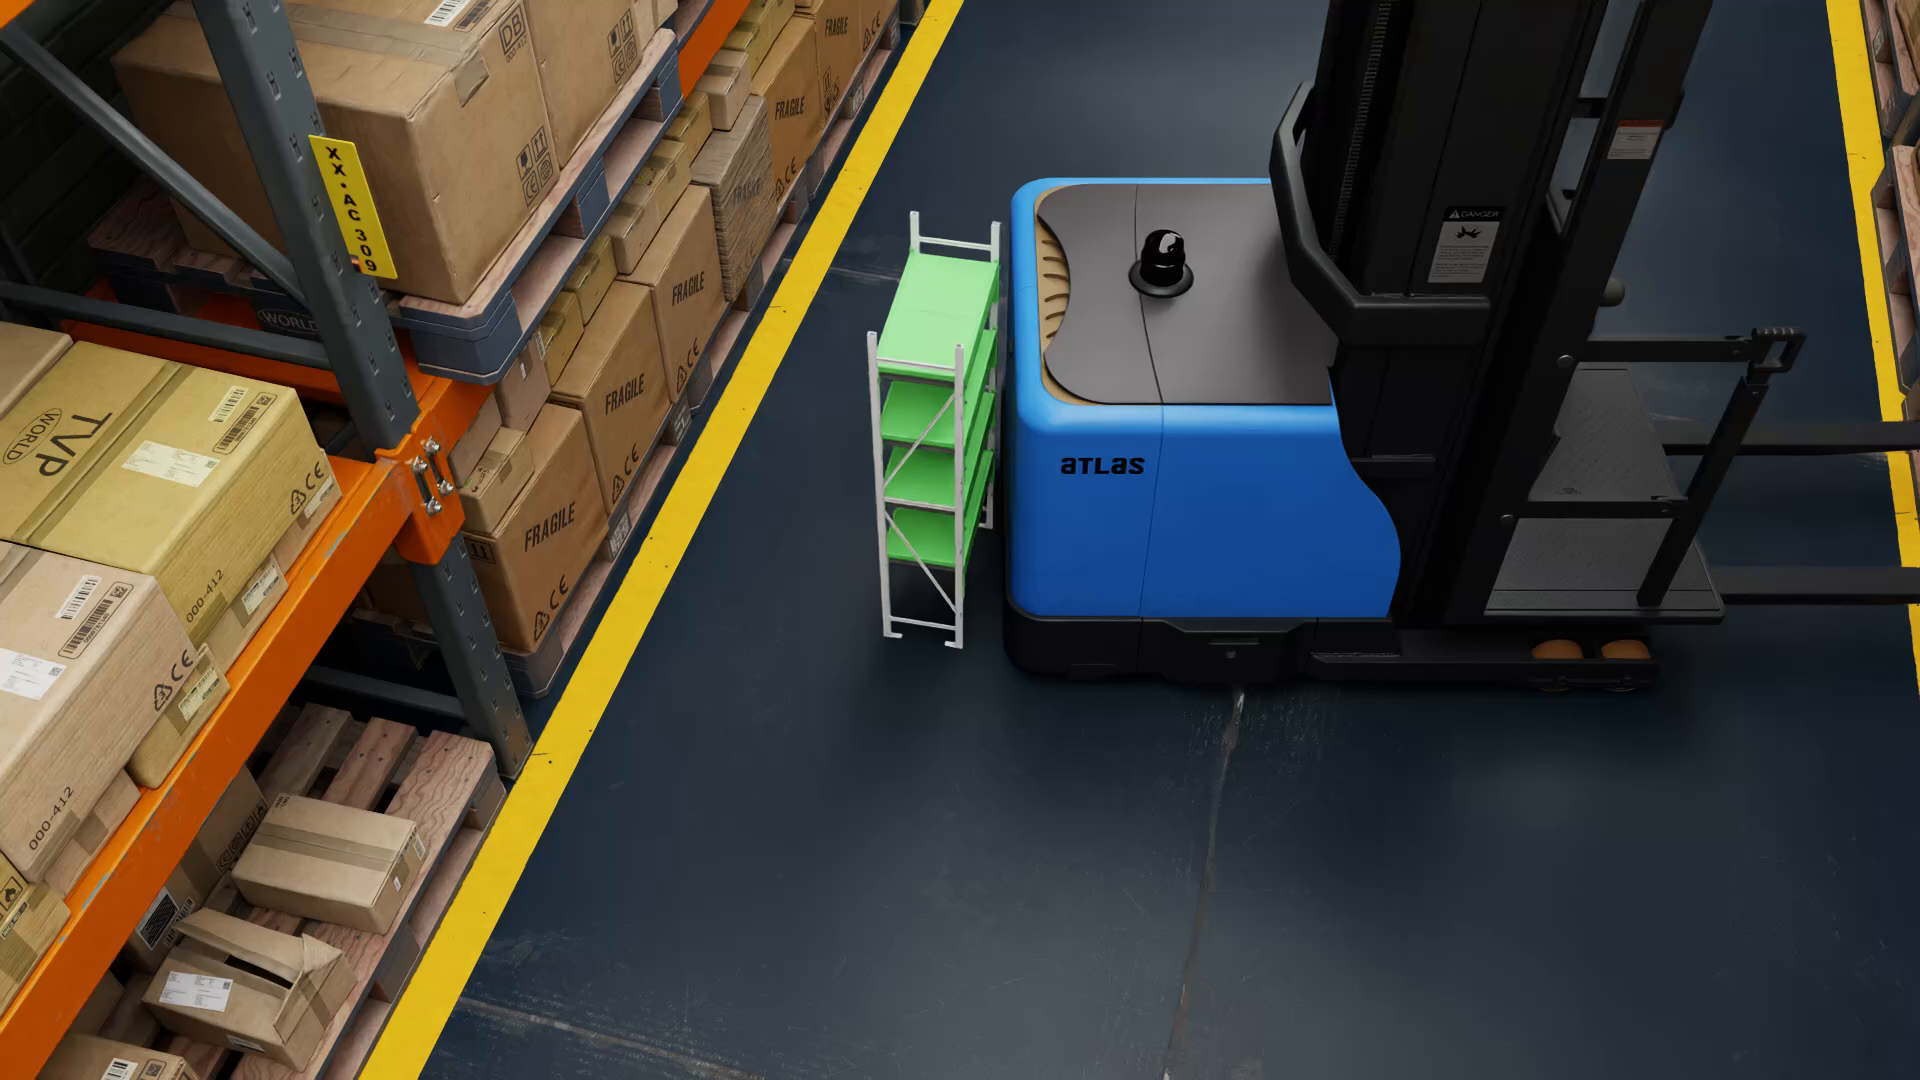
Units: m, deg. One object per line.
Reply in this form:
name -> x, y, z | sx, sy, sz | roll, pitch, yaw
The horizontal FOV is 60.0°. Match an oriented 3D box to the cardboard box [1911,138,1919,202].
cardboard box -> 3.872, -1.328, 5.559 | 0.875, 0.875, 0.875 | 11, 50, 10

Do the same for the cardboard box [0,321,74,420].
cardboard box -> -2.099, -0.203, 3.330 | 0.500, 0.250, 0.500 | 11, 50, 10

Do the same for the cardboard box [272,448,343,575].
cardboard box -> -1.549, -0.095, 3.501 | 0.380, 0.149, 0.250 | 12, 50, 11

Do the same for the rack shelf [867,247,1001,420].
rack shelf -> -0.062, -0.550, 4.380 | 0.258, 0.148, 0.480 | 9, 49, 8

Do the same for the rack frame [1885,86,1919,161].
rack frame -> 4.134, -2.375, 5.346 | 1.000, 3.000, 0.127 | 12, 50, 10

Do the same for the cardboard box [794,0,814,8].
cardboard box -> -0.695, -2.086, 6.045 | 0.380, 0.149, 0.250 | 10, 49, 9

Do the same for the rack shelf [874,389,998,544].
rack shelf -> -0.062, -0.232, 4.740 | 0.258, 0.148, 0.480 | 9, 49, 8

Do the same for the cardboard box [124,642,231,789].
cardboard box -> -1.641, 0.290, 3.161 | 0.380, 0.149, 0.250 | 13, 50, 11

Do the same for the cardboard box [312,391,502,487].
cardboard box -> -1.416, -0.303, 4.273 | 0.380, 0.149, 0.250 | 11, 49, 9

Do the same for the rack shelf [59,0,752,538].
rack shelf -> -1.182, -1.668, 5.201 | 1.077, 0.370, 4.000 | 12, 50, 10

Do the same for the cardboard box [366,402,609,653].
cardboard box -> -1.364, -0.076, 4.704 | 0.500, 0.500, 0.500 | 14, 50, 12

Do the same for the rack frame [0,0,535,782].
rack frame -> -1.708, -0.459, 3.654 | 1.000, 3.000, 0.127 | 12, 50, 10

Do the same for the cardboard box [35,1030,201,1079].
cardboard box -> -1.973, 1.337, 3.456 | 0.700, 0.500, 0.500 | 10, 49, 9

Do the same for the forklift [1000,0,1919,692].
forklift -> 1.646, -0.929, 4.115 | 3.031, 2.935, 1.130 | 0, 49, 0

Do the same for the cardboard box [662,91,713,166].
cardboard box -> -1.031, -1.350, 5.396 | 0.380, 0.149, 0.250 | 12, 50, 10

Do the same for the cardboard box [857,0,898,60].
cardboard box -> -0.559, -2.316, 6.680 | 0.500, 0.500, 0.500 | 13, 50, 11

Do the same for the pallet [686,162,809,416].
pallet -> -1.212, -1.017, 6.007 | 1.003, 0.211, 1.213 | 12, 50, 10

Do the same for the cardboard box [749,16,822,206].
cardboard box -> -0.836, -1.577, 6.028 | 0.500, 0.500, 0.500 | 14, 50, 12

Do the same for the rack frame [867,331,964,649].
rack frame -> -0.110, -0.095, 4.534 | 0.240, 1.200, 0.015 | 9, 49, 8

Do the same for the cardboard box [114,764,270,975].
cardboard box -> -2.110, 0.723, 4.125 | 0.500, 0.311, 0.500 | 13, 50, 11

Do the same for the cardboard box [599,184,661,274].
cardboard box -> -1.142, -0.970, 5.060 | 0.380, 0.149, 0.250 | 11, 50, 10

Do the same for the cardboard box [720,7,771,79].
cardboard box -> -0.873, -1.724, 5.725 | 0.380, 0.149, 0.250 | 11, 49, 9

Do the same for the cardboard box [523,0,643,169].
cardboard box -> -1.229, -1.311, 4.060 | 0.700, 0.500, 0.500 | 12, 50, 10

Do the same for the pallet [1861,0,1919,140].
pallet -> 4.341, -2.018, 6.890 | 1.003, 0.211, 1.213 | 12, 50, 10

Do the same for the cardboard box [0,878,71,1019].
cardboard box -> -1.777, 0.665, 2.830 | 0.380, 0.149, 0.250 | 11, 49, 9

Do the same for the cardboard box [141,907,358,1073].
cardboard box -> -1.666, 1.026, 3.887 | 0.396, 0.266, 0.258 | 13, 50, 11

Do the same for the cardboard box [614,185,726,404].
cardboard box -> -1.098, -0.824, 5.363 | 0.500, 0.500, 0.500 | 10, 49, 9

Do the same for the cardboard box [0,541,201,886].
cardboard box -> -1.725, 0.274, 2.909 | 0.500, 0.250, 0.500 | 12, 50, 10

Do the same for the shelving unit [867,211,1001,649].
shelving unit -> -0.062, -0.275, 4.692 | 0.258, 1.200, 0.503 | 9, 49, 8

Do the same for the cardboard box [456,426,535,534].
cardboard box -> -1.357, -0.192, 4.374 | 0.380, 0.149, 0.250 | 14, 50, 12

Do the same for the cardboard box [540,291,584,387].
cardboard box -> -1.302, -0.596, 4.730 | 0.380, 0.149, 0.250 | 9, 49, 8

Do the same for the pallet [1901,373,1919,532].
pallet -> 3.531, -0.018, 5.125 | 1.003, 0.211, 1.213 | 12, 50, 10

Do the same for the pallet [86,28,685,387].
pallet -> -1.393, -0.952, 4.218 | 1.003, 0.211, 1.213 | 12, 50, 10
